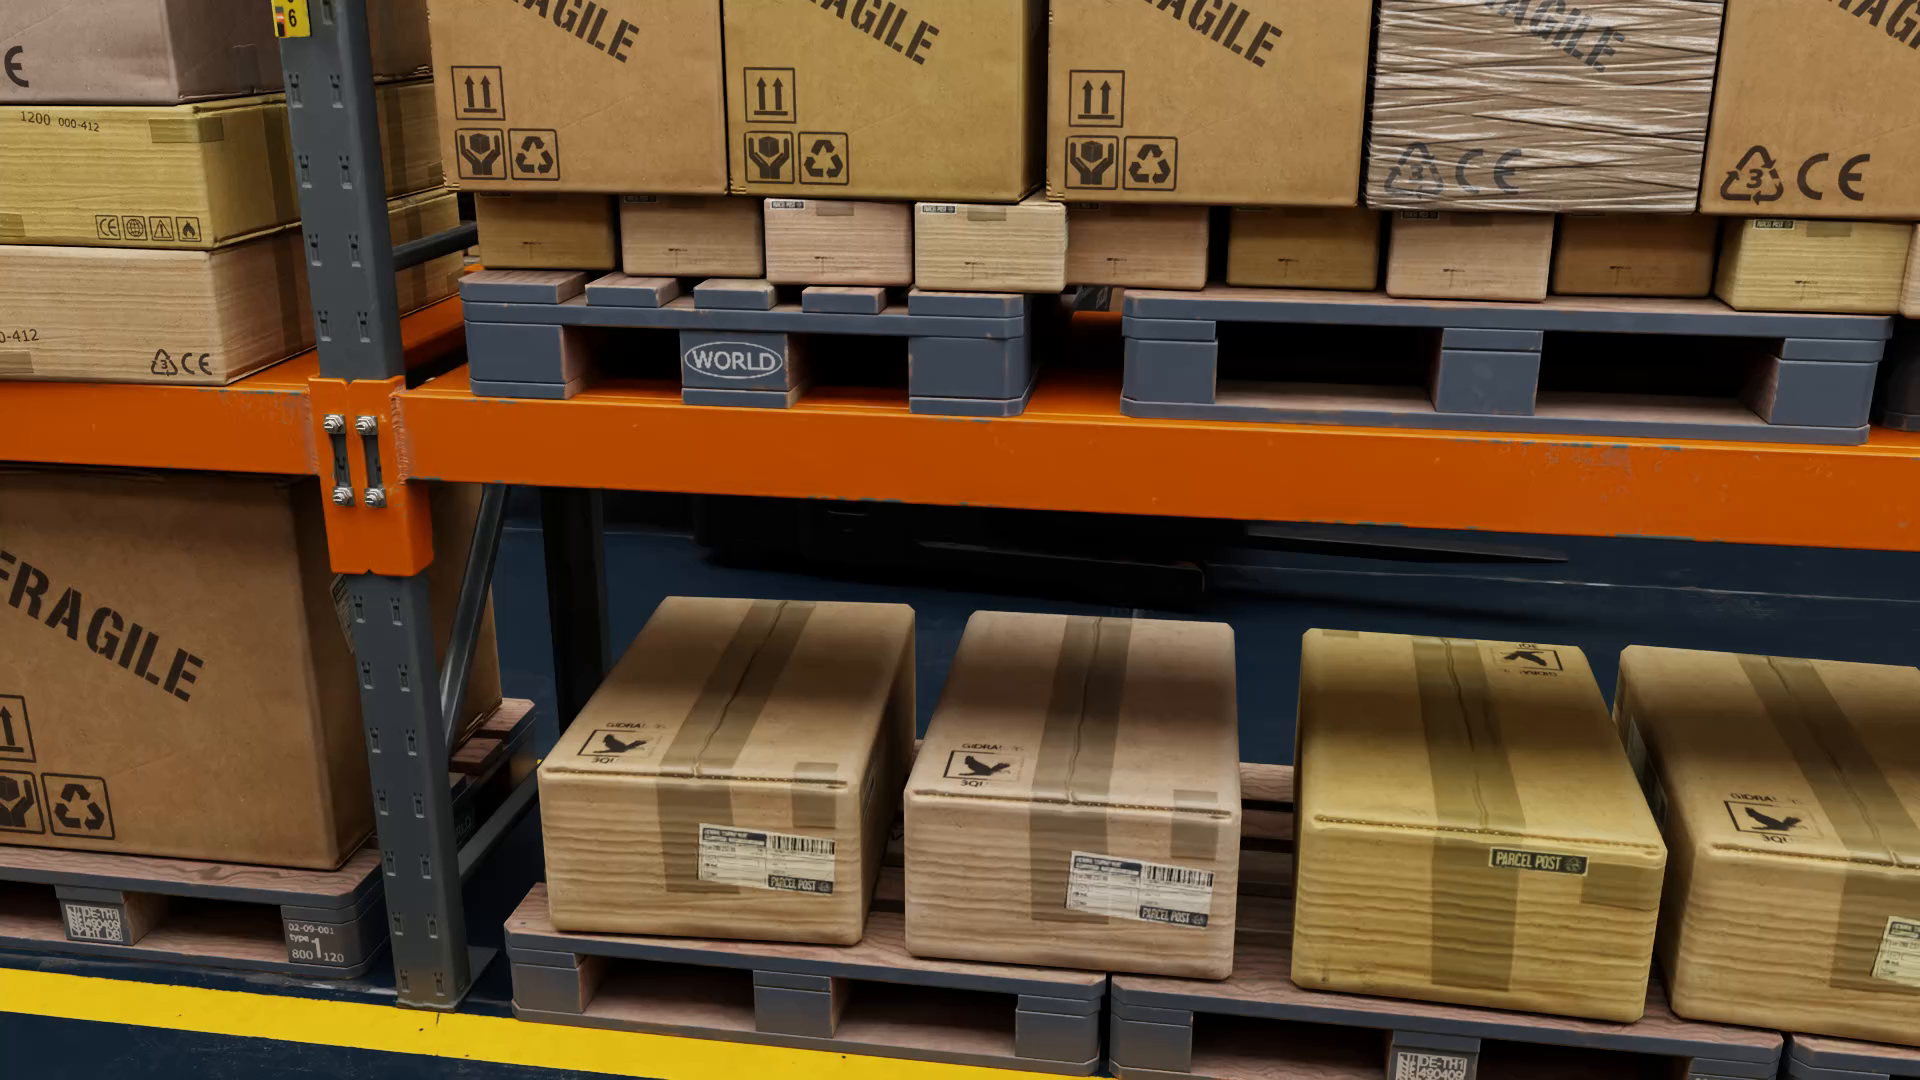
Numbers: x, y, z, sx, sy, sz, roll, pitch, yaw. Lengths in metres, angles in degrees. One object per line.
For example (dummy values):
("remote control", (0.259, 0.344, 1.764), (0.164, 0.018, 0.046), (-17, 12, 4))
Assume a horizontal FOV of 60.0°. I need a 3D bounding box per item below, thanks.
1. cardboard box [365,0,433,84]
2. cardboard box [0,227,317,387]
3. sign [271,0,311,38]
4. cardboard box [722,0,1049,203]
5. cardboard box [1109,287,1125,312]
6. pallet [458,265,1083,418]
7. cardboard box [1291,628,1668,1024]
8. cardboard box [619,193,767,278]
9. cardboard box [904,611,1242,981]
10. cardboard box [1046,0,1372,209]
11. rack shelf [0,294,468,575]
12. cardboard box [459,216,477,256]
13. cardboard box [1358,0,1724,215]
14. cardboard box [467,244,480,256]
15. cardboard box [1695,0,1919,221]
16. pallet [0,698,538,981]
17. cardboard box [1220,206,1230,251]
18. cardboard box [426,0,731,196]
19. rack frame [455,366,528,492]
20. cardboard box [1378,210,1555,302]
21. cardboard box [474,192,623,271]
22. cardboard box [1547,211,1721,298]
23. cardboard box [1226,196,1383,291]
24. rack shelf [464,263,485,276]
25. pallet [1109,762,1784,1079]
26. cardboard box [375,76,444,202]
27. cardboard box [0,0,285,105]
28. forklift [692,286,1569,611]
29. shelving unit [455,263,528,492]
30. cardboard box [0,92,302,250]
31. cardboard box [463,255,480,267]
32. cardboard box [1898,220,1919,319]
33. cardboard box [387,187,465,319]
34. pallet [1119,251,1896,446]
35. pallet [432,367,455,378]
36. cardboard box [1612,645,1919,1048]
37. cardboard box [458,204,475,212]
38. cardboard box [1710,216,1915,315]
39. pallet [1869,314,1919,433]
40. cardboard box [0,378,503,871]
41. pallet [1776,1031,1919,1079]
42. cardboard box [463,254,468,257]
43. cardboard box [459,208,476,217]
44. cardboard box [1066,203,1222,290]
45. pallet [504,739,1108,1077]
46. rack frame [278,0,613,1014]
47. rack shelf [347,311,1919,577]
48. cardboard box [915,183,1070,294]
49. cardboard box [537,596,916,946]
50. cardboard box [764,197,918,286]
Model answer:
("cardboard box", (-1.466, -1.235, 3.533), (0.500, 0.500, 0.500), (2, 19, 7))
("cardboard box", (-1.559, -0.485, 3.261), (0.500, 0.250, 0.500), (2, 19, 7))
("sign", (-1.103, -0.987, 2.701), (0.005, 0.325, 0.100), (3, 19, 9))
("cardboard box", (-0.095, -0.880, 2.919), (0.500, 0.500, 0.500), (4, 19, 11))
("cardboard box", (1.026, -1.174, 8.165), (0.625, 0.625, 0.875), (4, 19, 10))
("pallet", (-0.298, -0.518, 3.428), (1.003, 0.211, 1.213), (3, 19, 9))
("cardboard box", (1.016, 0.541, 3.438), (0.625, 0.372, 0.950), (4, 19, 10))
("cardboard box", (-0.453, -0.593, 3.081), (0.250, 0.149, 0.380), (2, 19, 5))
("cardboard box", (0.268, 0.501, 3.557), (0.625, 0.372, 0.950), (3, 19, 8))
("cardboard box", (0.430, -0.856, 2.845), (0.500, 0.500, 0.500), (3, 19, 10))
("rack shelf", (-2.993, -0.371, 3.820), (4.000, 0.370, 1.077), (3, 19, 9))
("cardboard box", (-2.573, -1.542, 8.441), (0.250, 0.149, 0.380), (4, 19, 11))
("cardboard box", (0.923, -0.828, 2.763), (0.500, 0.500, 0.500), (2, 19, 7))
("cardboard box", (-2.302, -1.538, 8.427), (0.250, 0.149, 0.380), (3, 19, 9))
("cardboard box", (1.440, -0.802, 2.685), (0.500, 0.500, 0.500), (4, 19, 11))
("pallet", (-1.785, 0.647, 4.036), (1.213, 0.211, 1.003), (3, 19, 9))
("cardboard box", (0.624, -0.683, 3.351), (0.250, 0.149, 0.380), (3, 19, 9))
("cardboard box", (-0.611, -0.904, 2.991), (0.500, 0.500, 0.500), (2, 19, 7))
("rack frame", (-1.871, -0.709, 6.650), (0.032, 1.125, 0.500), (5, 19, 14))
("cardboard box", (0.861, -0.521, 2.866), (0.250, 0.149, 0.380), (4, 19, 10))
("cardboard box", (-0.727, -0.617, 3.155), (0.250, 0.149, 0.380), (2, 19, 5))
("cardboard box", (1.131, -0.531, 2.898), (0.250, 0.149, 0.380), (2, 19, 7))
("cardboard box", (0.614, -0.554, 2.967), (0.250, 0.149, 0.380), (4, 19, 11))
("rack shelf", (-1.380, -0.945, 6.432), (1.000, 0.278, 0.538), (5, 19, 14))
("pallet", (0.954, 0.812, 3.542), (1.213, 0.211, 1.003), (3, 19, 9))
("cardboard box", (-1.479, -0.881, 3.657), (0.500, 0.250, 0.500), (3, 19, 8))
("cardboard box", (-1.570, -1.078, 3.063), (0.500, 0.500, 0.500), (2, 19, 7))
("forklift", (0.603, -1.339, 5.685), (3.031, 2.935, 1.130), (5, 19, 14))
("shelving unit", (-1.380, -0.667, 6.525), (1.048, 1.125, 0.538), (5, 19, 14))
("cardboard box", (-1.537, -0.723, 3.184), (0.500, 0.250, 0.500), (3, 19, 8))
("cardboard box", (-2.212, -1.209, 8.467), (0.500, 0.500, 0.500), (2, 19, 7))
("cardboard box", (1.609, -0.462, 2.691), (0.250, 0.149, 0.380), (3, 19, 9))
("cardboard box", (-1.461, -0.644, 3.738), (0.500, 0.250, 0.500), (3, 19, 8))
("pallet", (0.943, -0.434, 3.176), (1.213, 0.211, 1.003), (3, 19, 9))
("pallet", (-2.167, -0.956, 8.829), (1.213, 0.211, 1.003), (3, 19, 9))
("cardboard box", (1.703, 0.576, 3.335), (0.625, 0.372, 0.950), (4, 19, 12))
("cardboard box", (-2.752, -1.705, 8.927), (0.250, 0.149, 0.380), (3, 19, 10))
("cardboard box", (1.374, -0.486, 2.762), (0.250, 0.149, 0.380), (3, 19, 9))
("pallet", (2.200, -0.404, 3.085), (1.213, 0.211, 1.003), (3, 19, 9))
("cardboard box", (-1.687, 0.136, 3.857), (0.875, 0.875, 0.875), (3, 19, 8))
("pallet", (2.162, 0.873, 3.361), (1.213, 0.211, 1.003), (3, 19, 9))
("cardboard box", (-2.723, -1.237, 8.551), (0.500, 0.500, 0.500), (2, 19, 7))
("cardboard box", (-2.490, -1.710, 8.941), (0.250, 0.149, 0.380), (3, 19, 9))
("cardboard box", (0.329, -0.556, 2.973), (0.250, 0.149, 0.380), (4, 19, 12))
("pallet", (-0.247, 0.750, 3.728), (1.213, 0.211, 1.003), (3, 19, 9))
("rack frame", (-1.018, -0.612, 3.405), (0.127, 3.000, 1.000), (3, 19, 9))
("rack shelf", (0.957, -0.170, 3.218), (4.000, 0.370, 1.077), (3, 19, 9))
("cardboard box", (0.078, -0.544, 2.936), (0.250, 0.149, 0.380), (3, 19, 9))
("cardboard box", (-0.462, 0.467, 3.661), (0.625, 0.372, 0.950), (2, 19, 5))
("cardboard box", (-0.190, -0.564, 2.997), (0.250, 0.149, 0.380), (2, 19, 5))
